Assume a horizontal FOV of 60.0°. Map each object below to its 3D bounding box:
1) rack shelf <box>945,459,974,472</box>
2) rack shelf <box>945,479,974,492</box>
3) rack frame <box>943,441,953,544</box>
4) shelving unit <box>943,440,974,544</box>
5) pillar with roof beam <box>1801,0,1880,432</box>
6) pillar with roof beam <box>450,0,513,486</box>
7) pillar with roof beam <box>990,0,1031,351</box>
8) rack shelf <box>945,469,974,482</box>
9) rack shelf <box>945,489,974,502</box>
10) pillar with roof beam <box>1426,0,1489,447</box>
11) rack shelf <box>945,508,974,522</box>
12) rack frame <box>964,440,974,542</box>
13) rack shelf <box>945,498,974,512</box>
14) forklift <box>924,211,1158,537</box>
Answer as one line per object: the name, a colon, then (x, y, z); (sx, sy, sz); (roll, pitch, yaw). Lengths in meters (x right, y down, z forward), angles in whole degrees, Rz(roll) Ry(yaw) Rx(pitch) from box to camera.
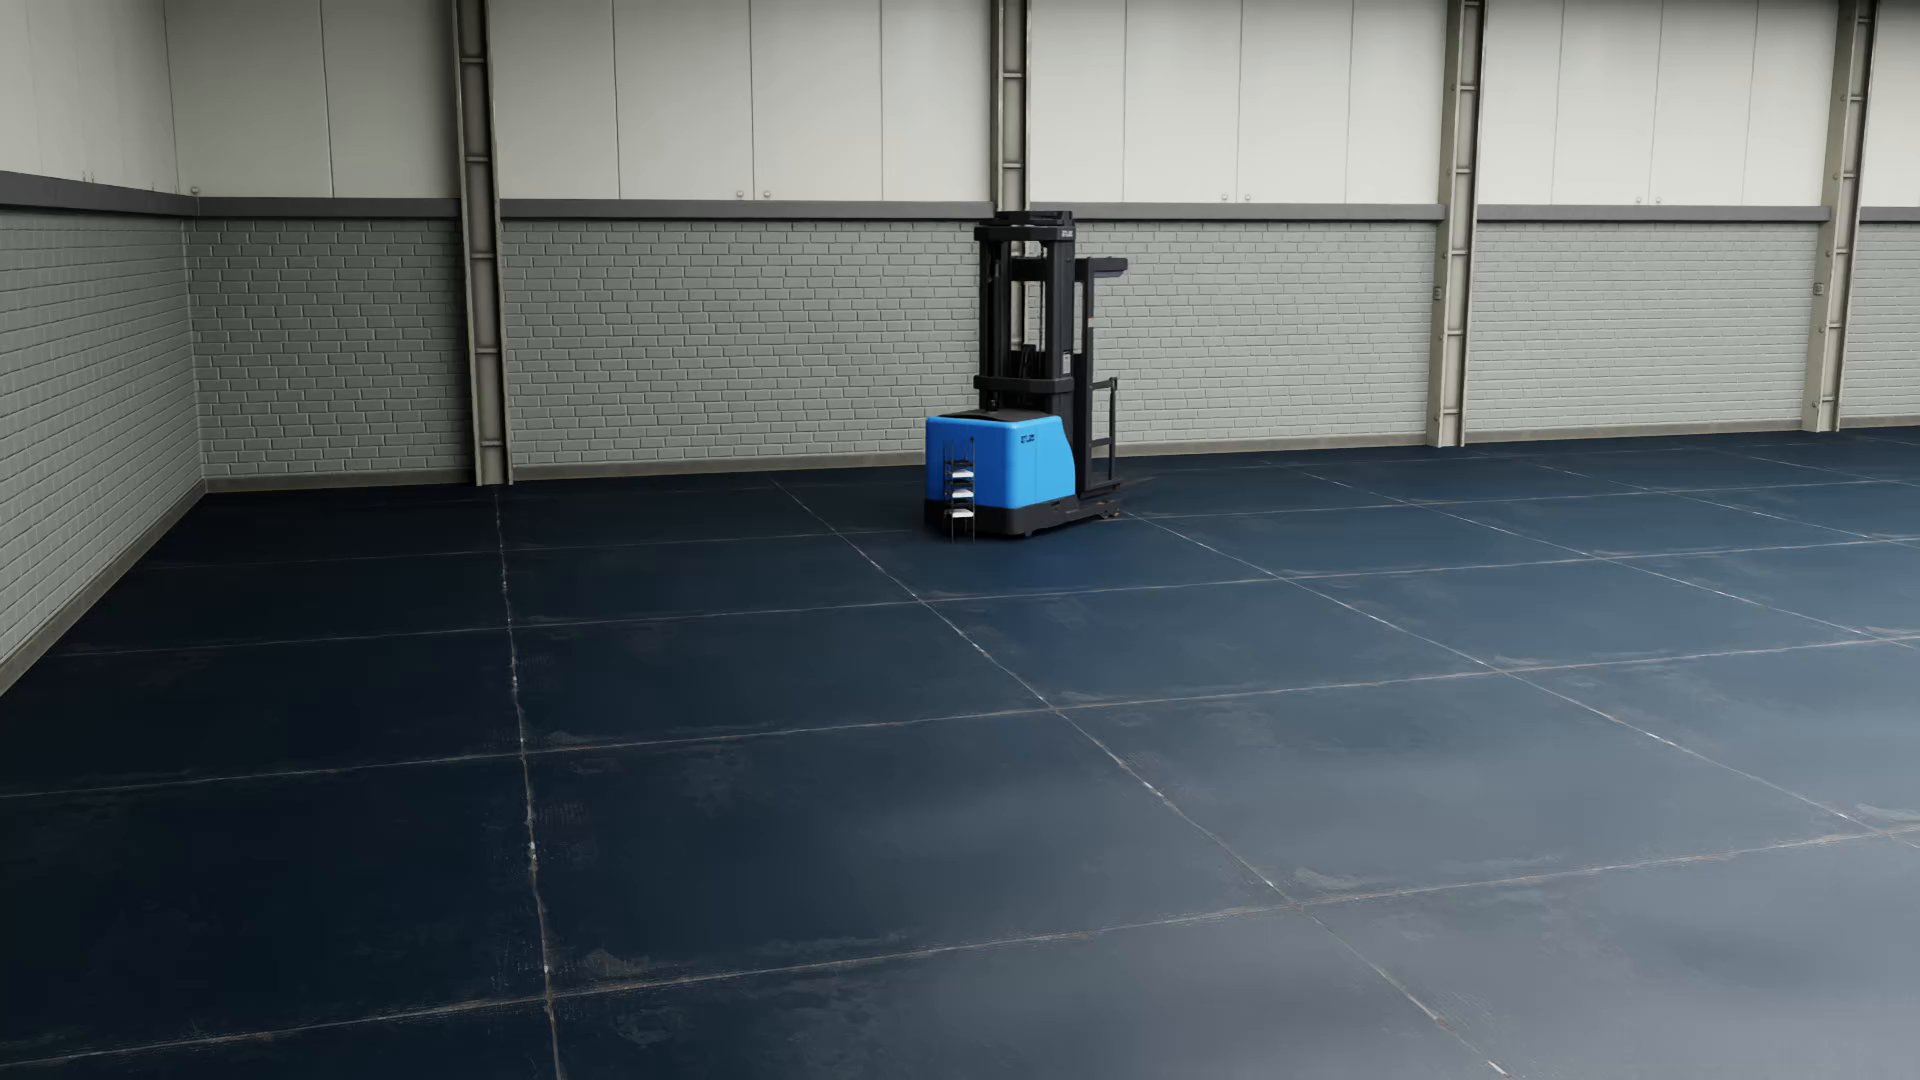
rack shelf: (-0.013, -0.668, 14.885); (0.200, 0.077, 0.258); (-4, 11, -19)
rack shelf: (-0.013, -0.491, 14.917); (0.200, 0.077, 0.258); (-4, 11, -19)
rack frame: (-0.109, -0.430, 14.894); (0.006, 0.900, 0.240); (-4, 11, -19)
shelving unit: (-0.013, -0.436, 14.927); (0.210, 0.900, 0.258); (-4, 11, -19)
pillar with roof beam: (13.313, -5.220, 18.548); (0.400, 9.000, 9.100); (-3, 11, -16)
pillar with roof beam: (-3.970, -4.309, 13.601); (0.400, 9.000, 9.100); (-3, 11, -16)
pillar with roof beam: (1.791, -4.613, 15.250); (0.400, 9.000, 9.100); (-3, 11, -16)
rack shelf: (-0.013, -0.580, 14.901); (0.200, 0.077, 0.258); (-4, 11, -19)
rack shelf: (-0.013, -0.403, 14.933); (0.200, 0.077, 0.258); (-4, 11, -19)
pillar with roof beam: (7.552, -4.917, 16.899); (0.400, 9.000, 9.100); (-3, 11, -16)
rack shelf: (-0.013, -0.226, 14.966); (0.200, 0.077, 0.258); (-4, 11, -19)
rack frame: (0.083, -0.442, 14.961); (0.006, 0.900, 0.240); (-4, 11, -19)
rack shelf: (-0.013, -0.314, 14.950); (0.200, 0.077, 0.258); (-4, 11, -19)
forklift: (0.925, -1.688, 16.121); (1.130, 2.935, 3.031); (7, 13, 34)
